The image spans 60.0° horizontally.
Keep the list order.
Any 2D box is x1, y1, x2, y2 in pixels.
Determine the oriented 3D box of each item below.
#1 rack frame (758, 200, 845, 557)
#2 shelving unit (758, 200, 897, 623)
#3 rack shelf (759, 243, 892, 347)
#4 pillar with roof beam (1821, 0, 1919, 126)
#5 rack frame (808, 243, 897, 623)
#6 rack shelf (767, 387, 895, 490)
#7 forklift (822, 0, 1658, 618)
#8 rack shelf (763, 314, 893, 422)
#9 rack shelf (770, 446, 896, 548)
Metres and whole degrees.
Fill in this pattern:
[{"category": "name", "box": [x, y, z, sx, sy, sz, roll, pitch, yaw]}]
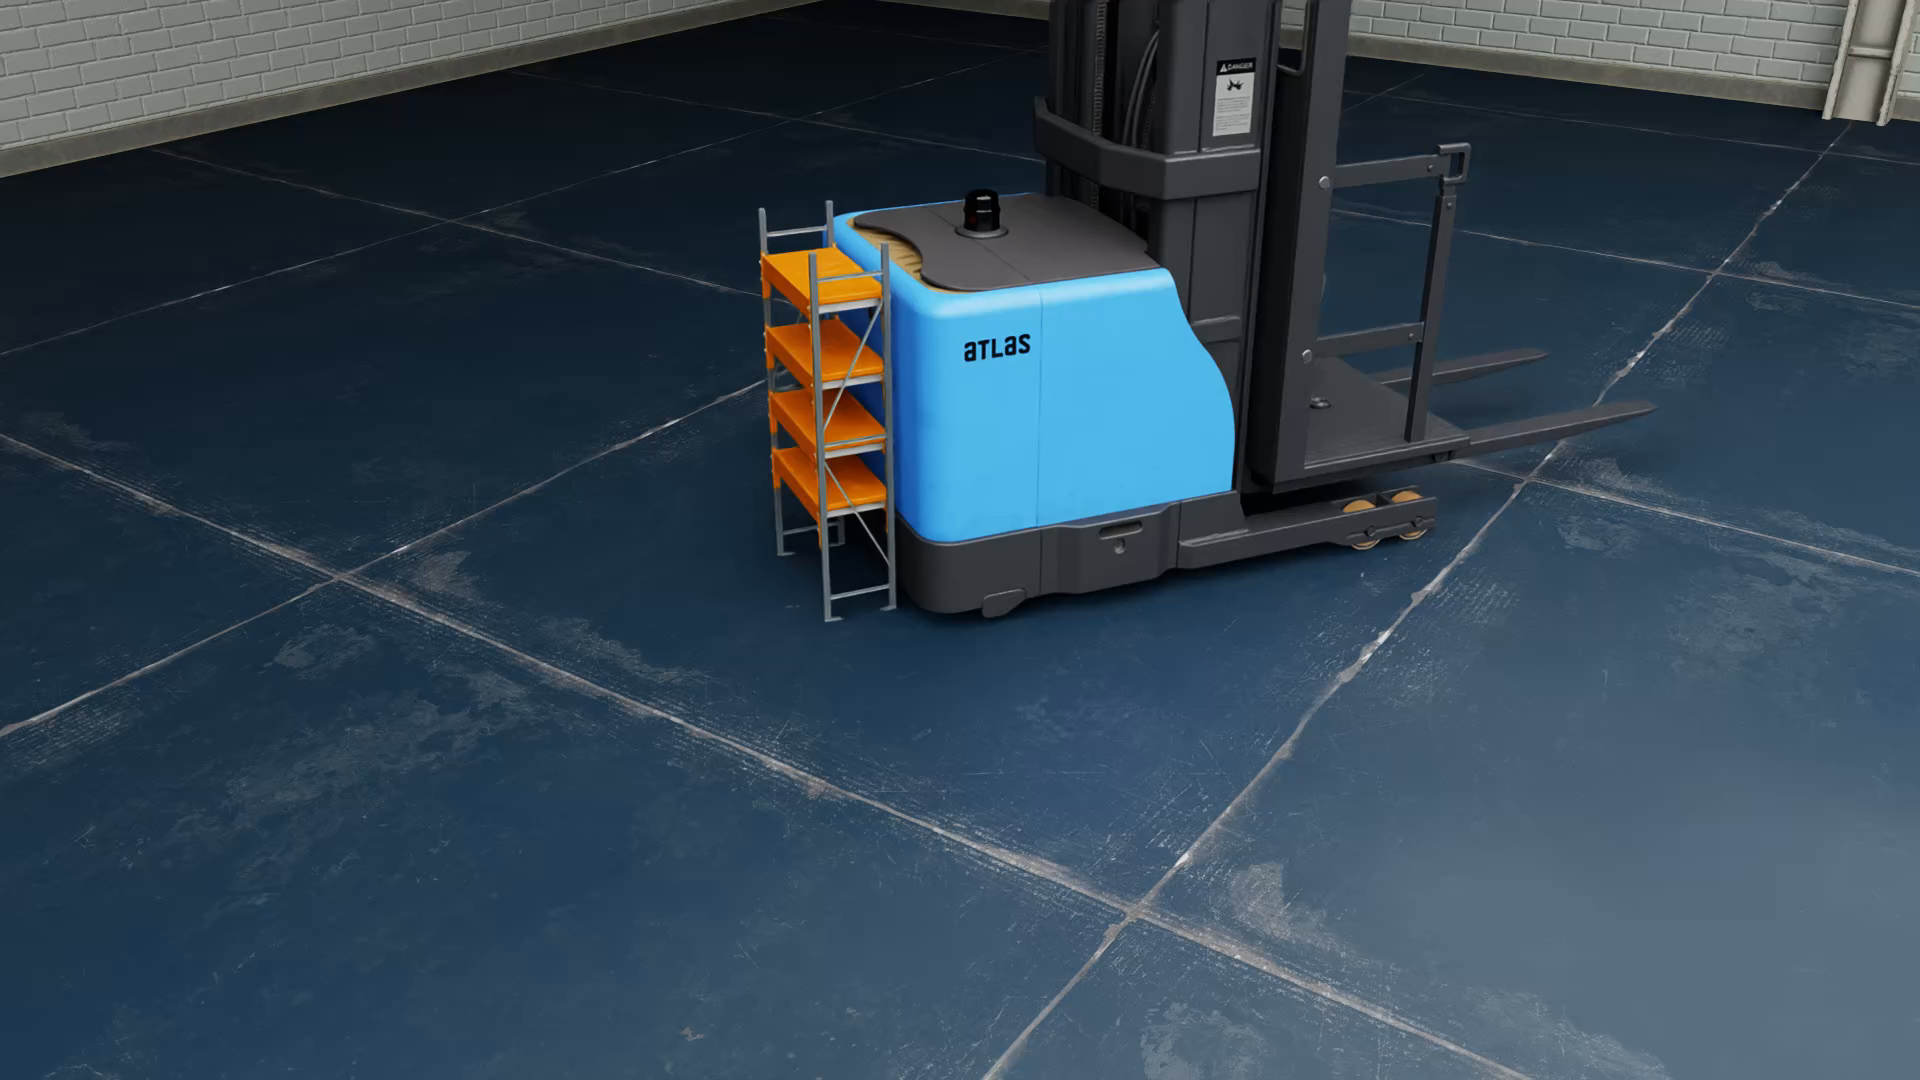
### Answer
[{"category": "rack frame", "box": [-0.508, -0.501, 5.411, 0.240, 1.200, 0.015, -11, 29, -20]}, {"category": "shelving unit", "box": [-0.412, -0.399, 5.211, 0.258, 1.200, 0.503, -11, 29, -20]}, {"category": "rack shelf", "box": [-0.412, -0.749, 5.033, 0.258, 0.148, 0.480, -11, 29, -20]}, {"category": "pillar with roof beam", "box": [3.747, -5.313, 6.268, 0.400, 9.000, 9.100, 17, 32, 30]}, {"category": "rack frame", "box": [-0.316, -0.297, 5.011, 0.240, 1.200, 0.015, -11, 29, -20]}, {"category": "rack shelf", "box": [-0.412, -0.339, 5.241, 0.258, 0.148, 0.480, -11, 29, -20]}, {"category": "forklift", "box": [1.098, -1.482, 5.431, 3.031, 2.935, 1.130, -11, 29, -20]}, {"category": "rack shelf", "box": [-0.412, -0.538, 5.140, 0.258, 0.148, 0.480, -11, 29, -20]}, {"category": "rack shelf", "box": [-0.412, -0.162, 5.332, 0.258, 0.148, 0.480, -11, 29, -20]}]
